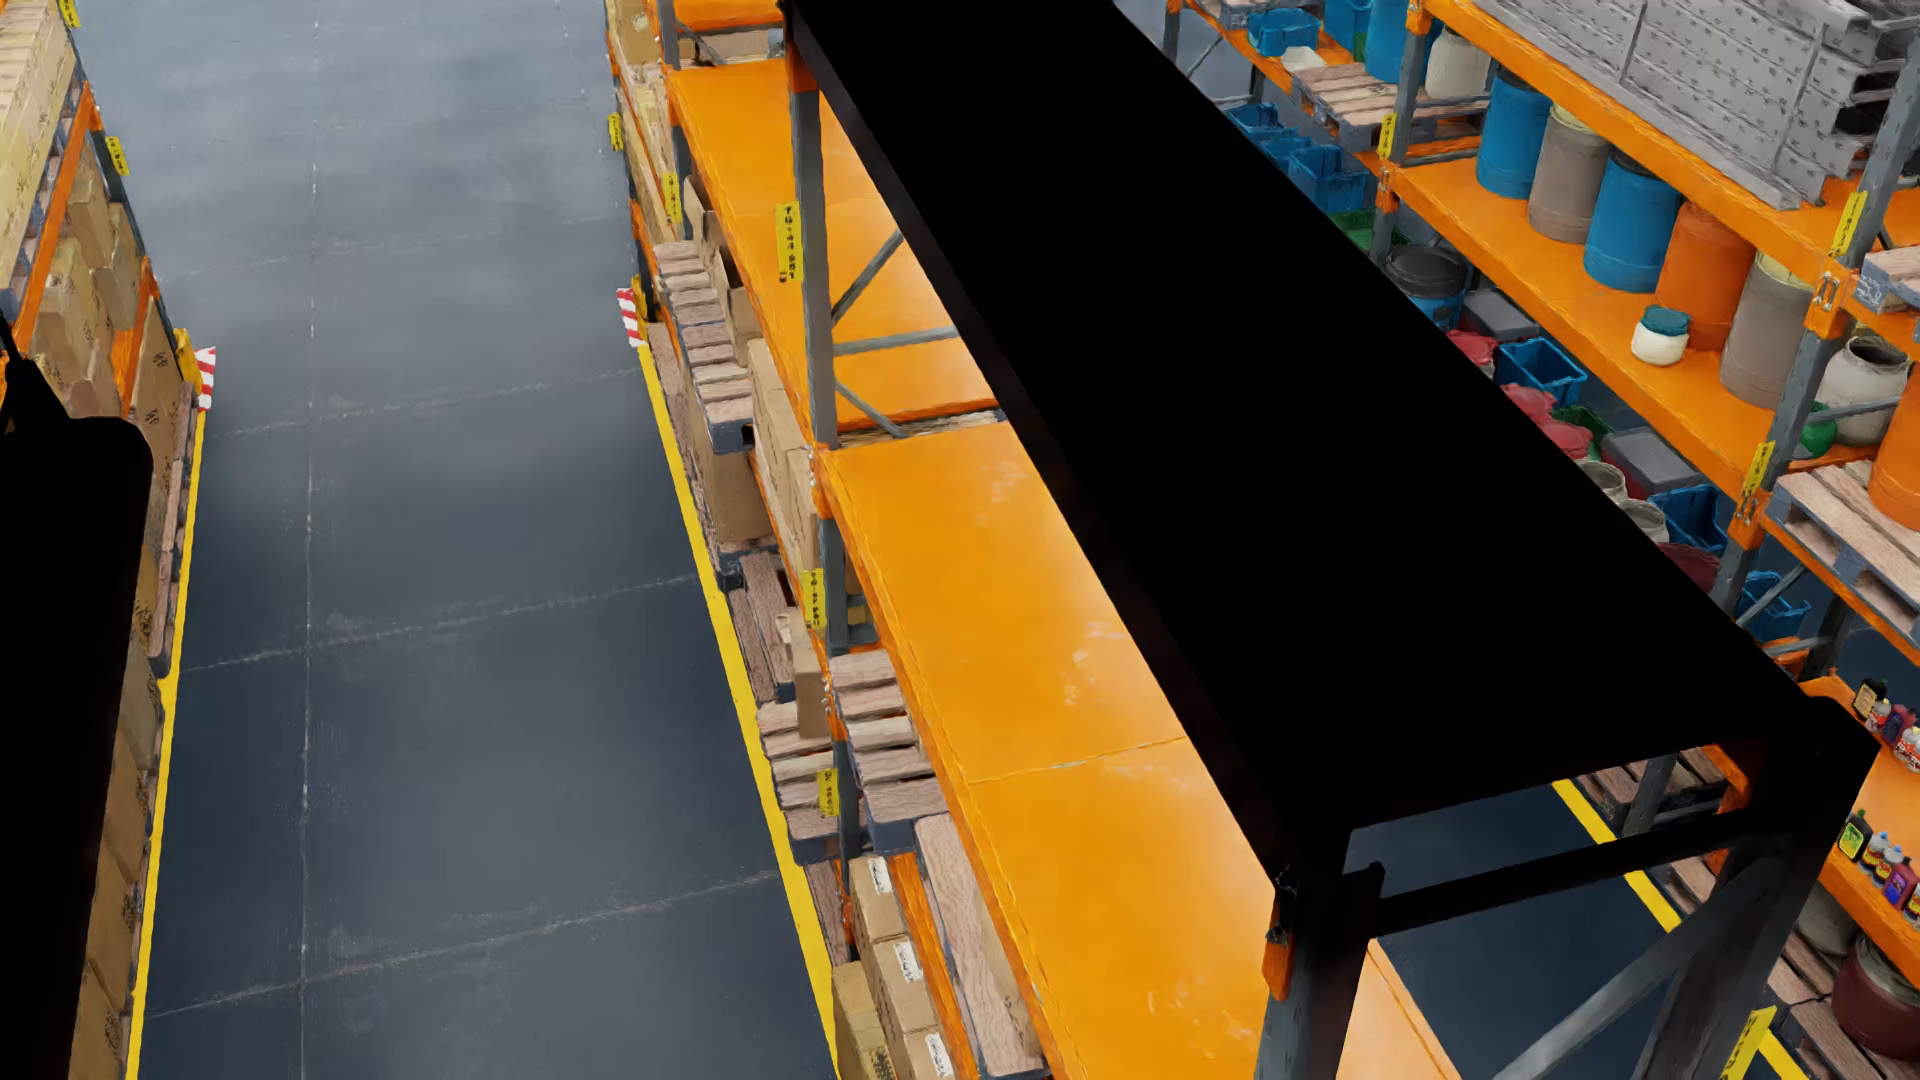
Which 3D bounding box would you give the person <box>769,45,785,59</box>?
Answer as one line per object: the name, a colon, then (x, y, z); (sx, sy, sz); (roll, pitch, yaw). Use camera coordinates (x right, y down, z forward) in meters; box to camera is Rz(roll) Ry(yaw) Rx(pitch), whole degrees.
person: (-1.771, -4.175, 16.742); (0.552, 1.658, 0.571); (6, 39, 8)
